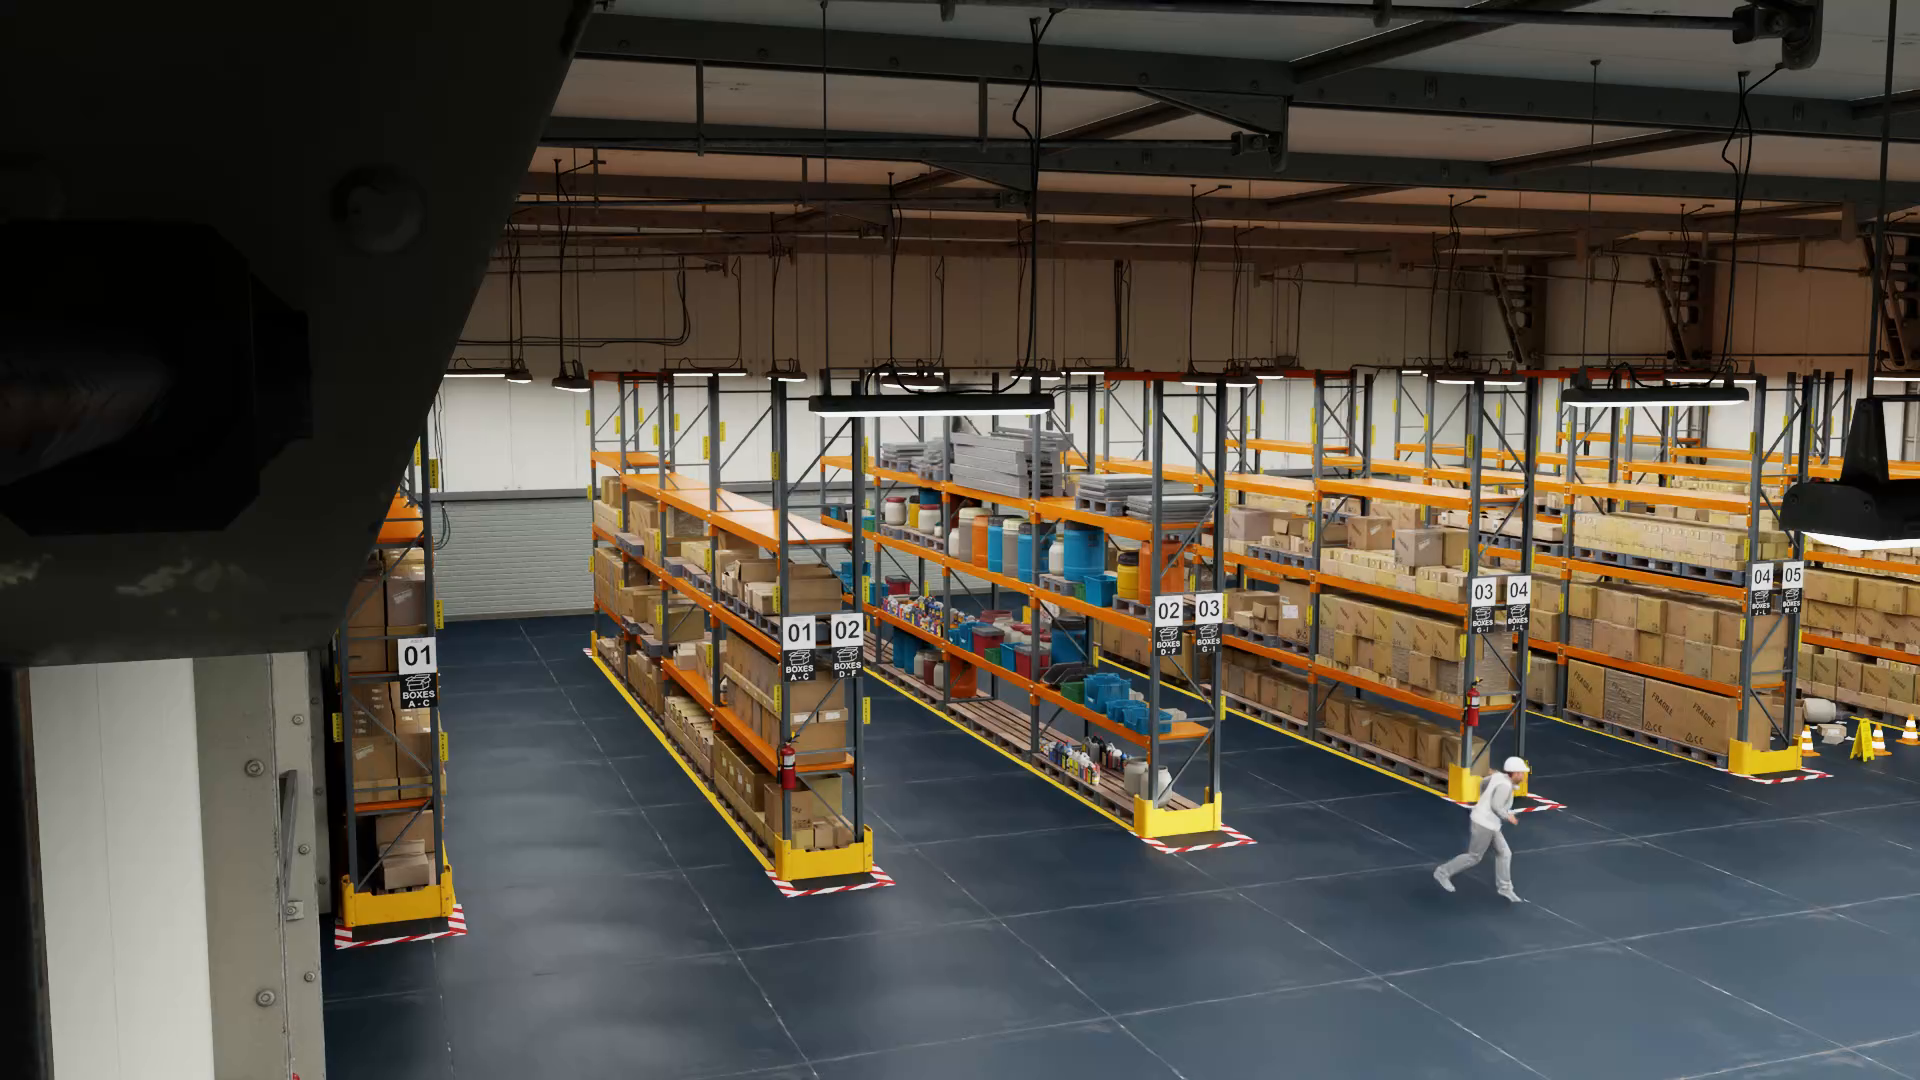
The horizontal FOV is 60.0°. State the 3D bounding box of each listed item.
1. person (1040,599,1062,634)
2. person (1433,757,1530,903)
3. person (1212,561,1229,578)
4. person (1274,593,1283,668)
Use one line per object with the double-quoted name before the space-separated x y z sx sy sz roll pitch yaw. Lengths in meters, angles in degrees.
"person" 1.822 1.596 34.182 0.655 1.624 0.896 -4 7 -29
"person" 6.059 3.355 19.344 1.045 1.733 0.697 1 6 10
"person" 6.482 0.916 41.489 0.688 1.630 0.744 -1 6 -7
"person" 6.325 1.856 32.691 0.675 1.683 0.652 -2 7 -16
